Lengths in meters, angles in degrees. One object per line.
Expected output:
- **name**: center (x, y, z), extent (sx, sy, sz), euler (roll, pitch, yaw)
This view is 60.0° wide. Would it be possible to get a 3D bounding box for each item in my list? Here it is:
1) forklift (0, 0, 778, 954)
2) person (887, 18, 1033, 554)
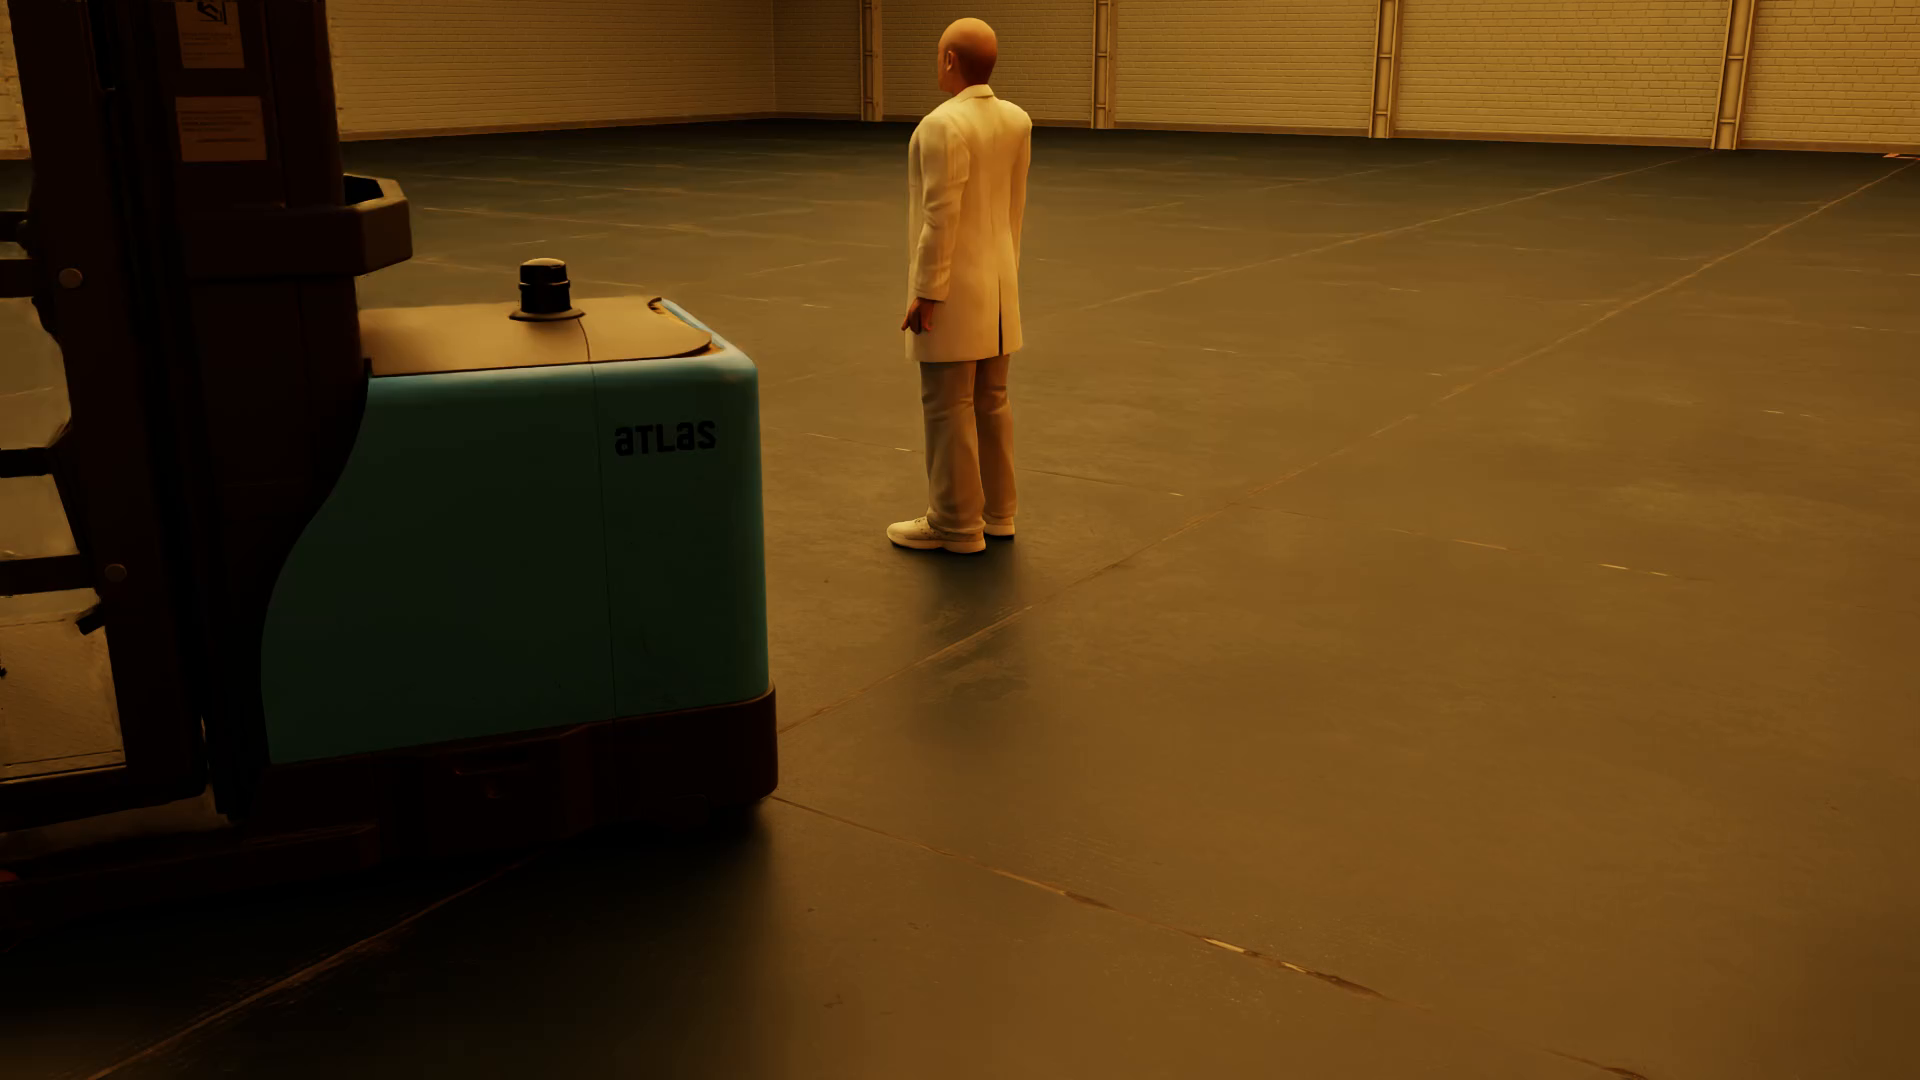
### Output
- **forklift**: center (-1.991, -0.744, 3.321), extent (3.031, 2.935, 1.130), euler (-6, 18, -20)
- **person**: center (-0.022, -0.854, 5.695), extent (0.389, 1.782, 0.551), euler (11, 20, 33)
